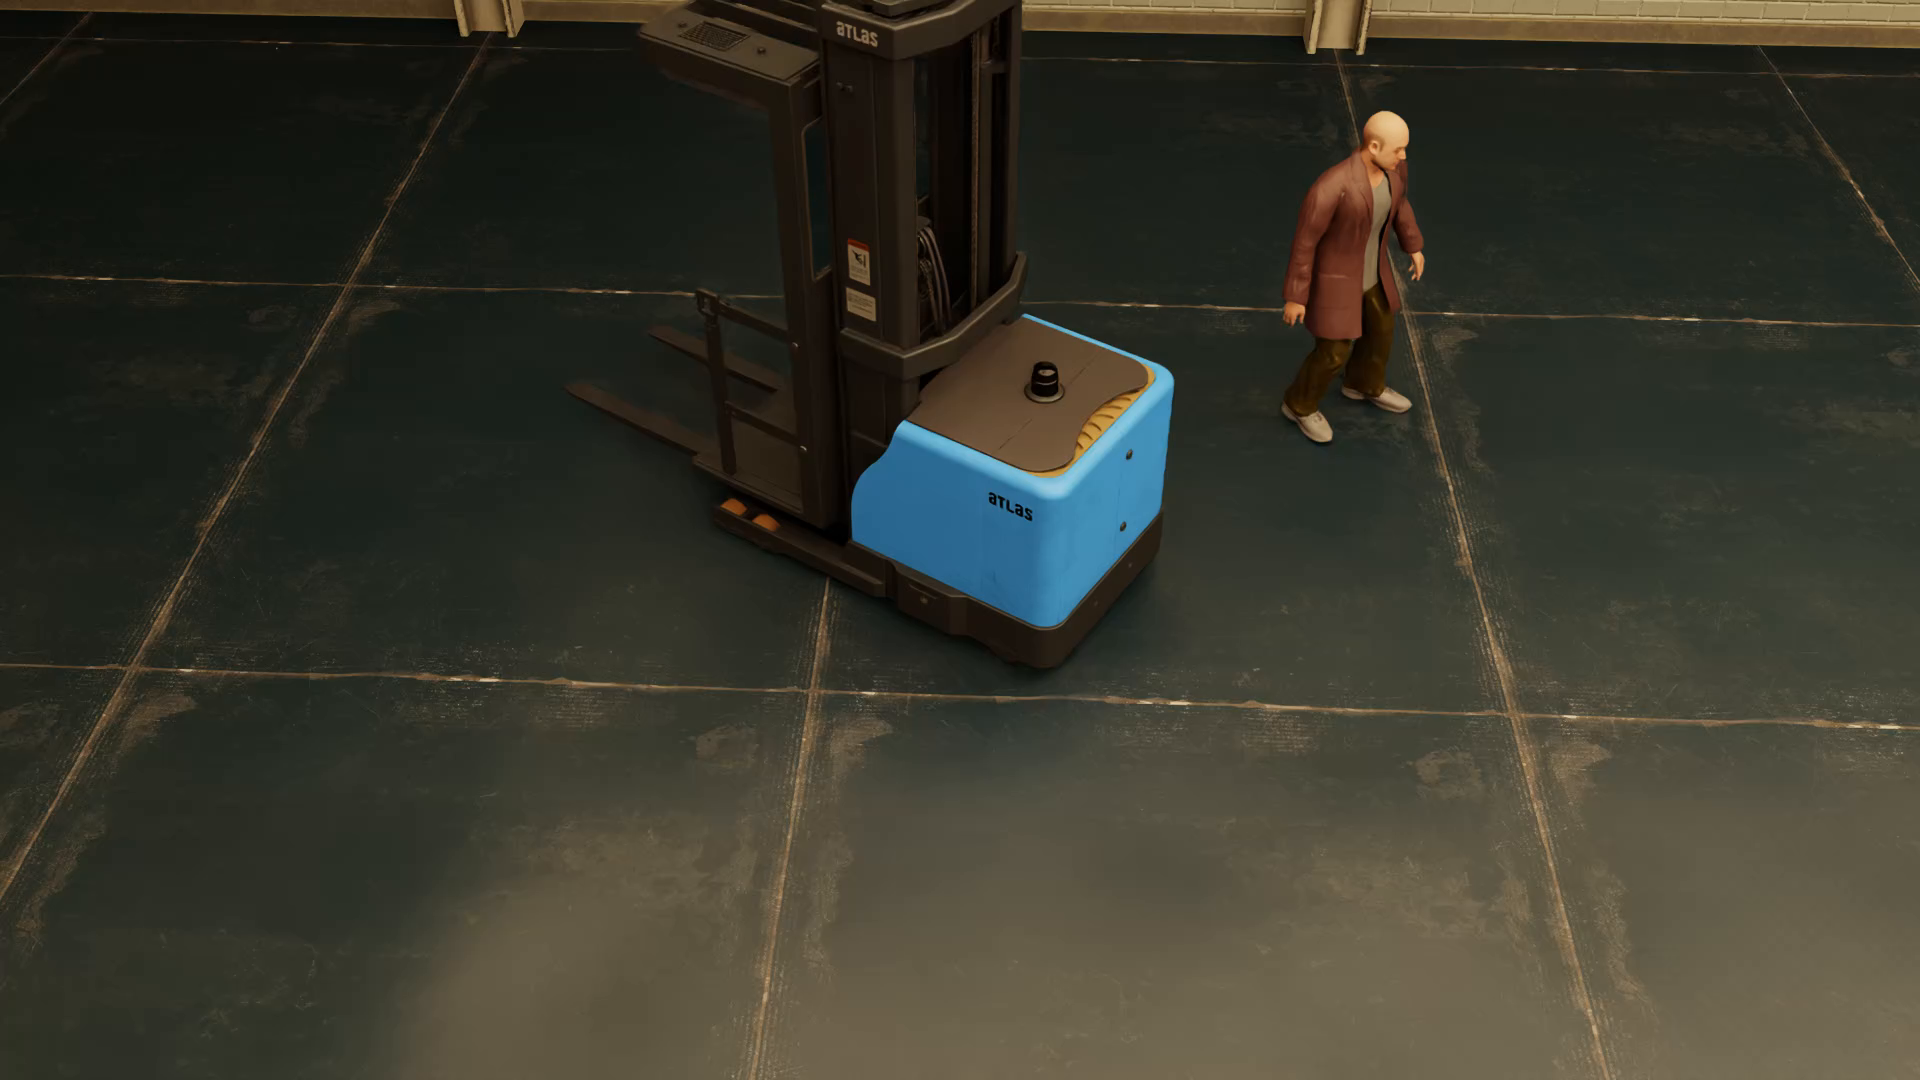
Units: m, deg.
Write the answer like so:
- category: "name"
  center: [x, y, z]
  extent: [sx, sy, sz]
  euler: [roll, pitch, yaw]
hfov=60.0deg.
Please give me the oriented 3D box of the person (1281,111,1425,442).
- category: "person"
  center: [1.901, -1.264, 8.003]
  extent: [0.826, 1.752, 0.444]
  euler: [-28, 49, -27]

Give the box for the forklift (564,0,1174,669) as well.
- category: "forklift"
  center: [-0.572, -1.309, 7.176]
  extent: [3.031, 2.935, 1.130]
  euler: [25, 48, 24]
